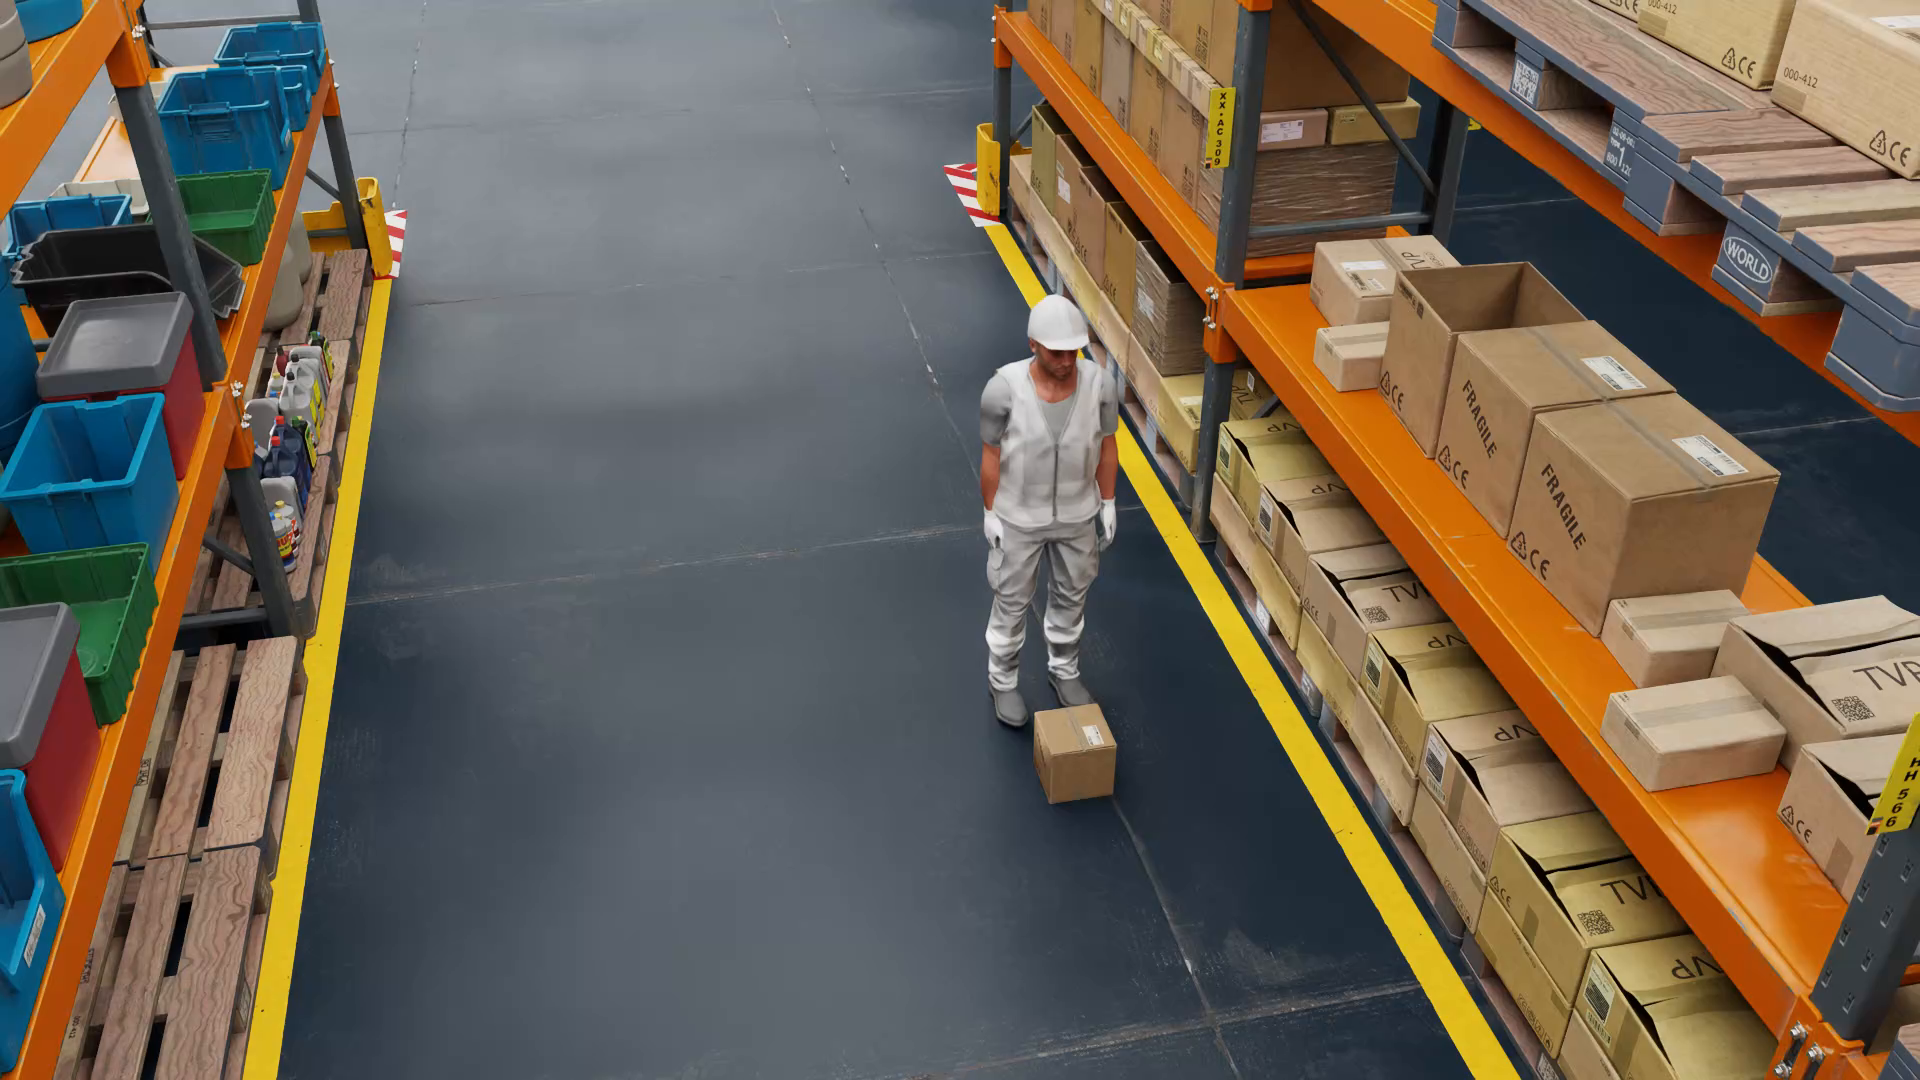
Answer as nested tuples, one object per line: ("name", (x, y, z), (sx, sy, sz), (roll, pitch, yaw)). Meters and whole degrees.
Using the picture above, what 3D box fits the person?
("person", (0.335, -0.096, 6.264), (0.524, 1.785, 0.338), (-7, 35, -10))
